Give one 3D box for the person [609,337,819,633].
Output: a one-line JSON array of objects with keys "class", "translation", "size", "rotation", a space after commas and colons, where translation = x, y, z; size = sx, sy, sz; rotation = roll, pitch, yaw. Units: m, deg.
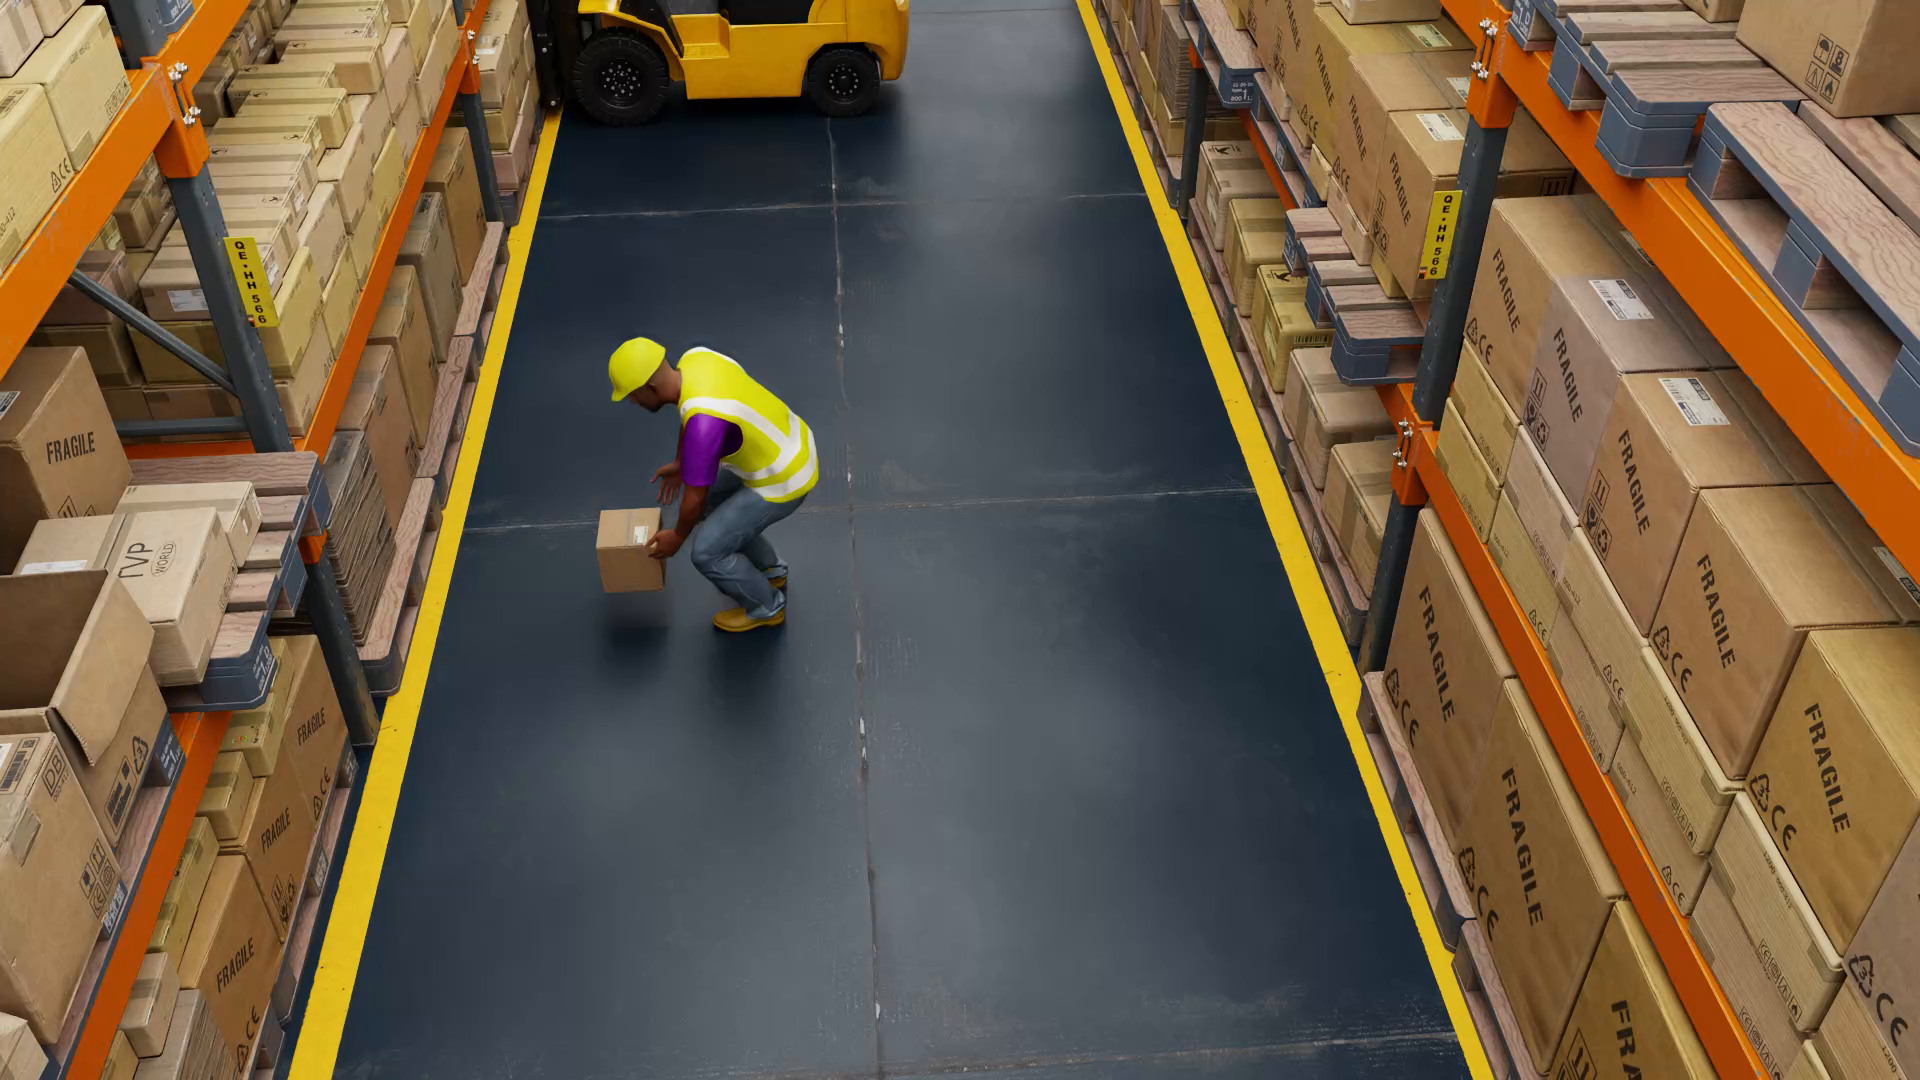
[{"class": "person", "translation": [-0.959, -0.234, 6.738], "size": [0.777, 1.376, 0.632], "rotation": [-3, 39, -4]}]
